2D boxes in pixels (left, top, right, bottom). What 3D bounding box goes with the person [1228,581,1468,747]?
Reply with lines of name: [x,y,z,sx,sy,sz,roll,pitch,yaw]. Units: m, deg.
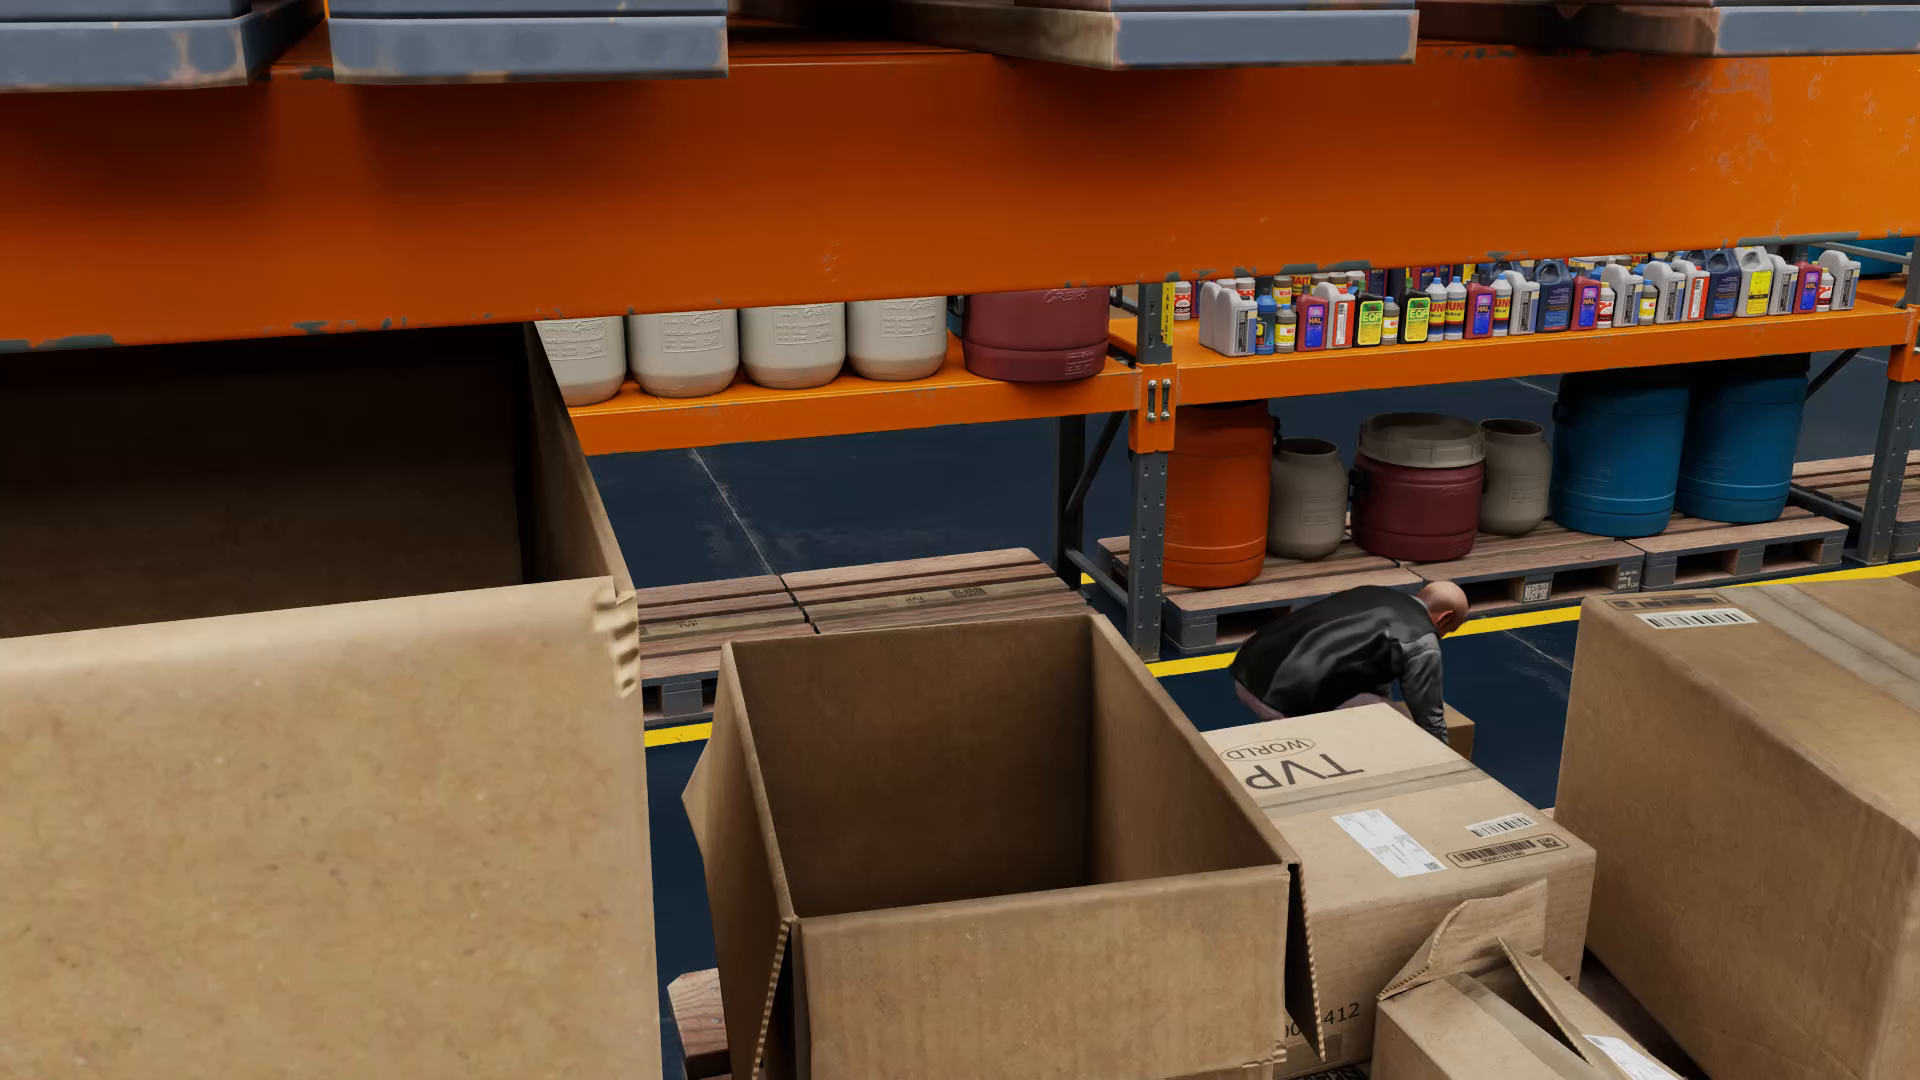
person: [1.421,0.576,6.006,0.924,0.815,0.516,-7,20,-18]
